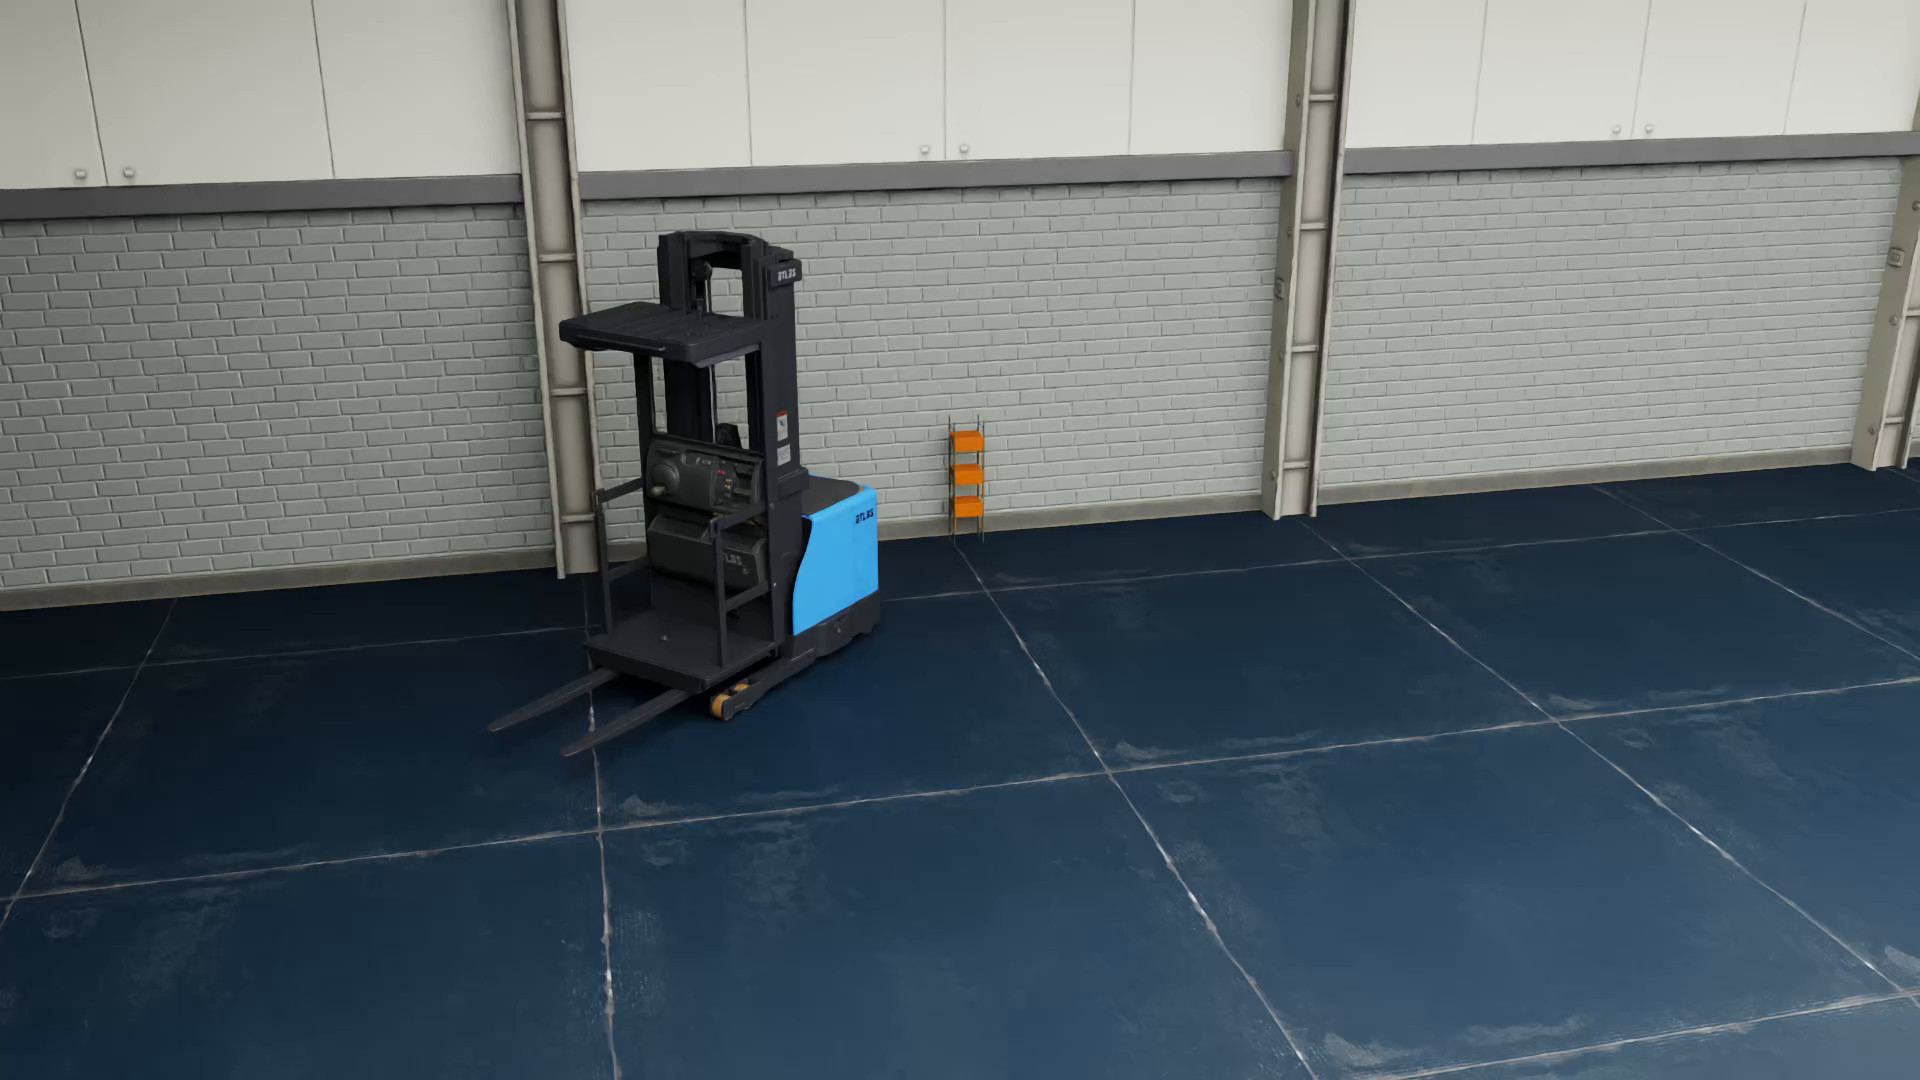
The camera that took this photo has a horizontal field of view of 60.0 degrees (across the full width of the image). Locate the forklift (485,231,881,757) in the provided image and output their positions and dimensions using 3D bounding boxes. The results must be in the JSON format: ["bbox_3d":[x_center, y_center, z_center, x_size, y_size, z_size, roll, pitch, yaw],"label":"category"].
[{"bbox_3d":[-1.782,-0.403,10.654,1.130,2.935,3.031,12,23,30],"label":"forklift"}]

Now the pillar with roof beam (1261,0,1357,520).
[{"bbox_3d":[3.844,-3.024,8.987,0.400,9.000,9.100,-5,21,-12],"label":"pillar with roof beam"}]

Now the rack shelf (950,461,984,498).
[{"bbox_3d":[0.052,-0.487,13.649,0.240,0.259,0.215,-5,21,-12],"label":"rack shelf"}]

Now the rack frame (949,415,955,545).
[{"bbox_3d":[-0.067,-0.488,13.619,0.008,1.050,0.200,-5,21,-12],"label":"rack frame"}]

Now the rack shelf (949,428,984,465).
[{"bbox_3d":[0.052,-0.754,13.552,0.240,0.259,0.215,-5,21,-12],"label":"rack shelf"}]

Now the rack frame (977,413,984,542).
[{"bbox_3d":[0.171,-0.507,13.672,0.008,1.050,0.200,-5,21,-12],"label":"rack frame"}]

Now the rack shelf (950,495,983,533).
[{"bbox_3d":[0.052,-0.226,13.745,0.240,0.259,0.215,-5,21,-12],"label":"rack shelf"}]

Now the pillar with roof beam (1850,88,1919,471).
[{"bbox_3d":[9.683,-3.499,10.283,0.400,9.000,9.100,-5,21,-12],"label":"pillar with roof beam"}]

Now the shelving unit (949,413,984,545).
[{"bbox_3d":[0.052,-0.497,13.646,0.252,1.050,0.215,-5,21,-12],"label":"shelving unit"}]

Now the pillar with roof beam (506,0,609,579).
[{"bbox_3d":[-1.995,-2.549,7.690,0.400,9.000,9.100,-5,21,-12],"label":"pillar with roof beam"}]
